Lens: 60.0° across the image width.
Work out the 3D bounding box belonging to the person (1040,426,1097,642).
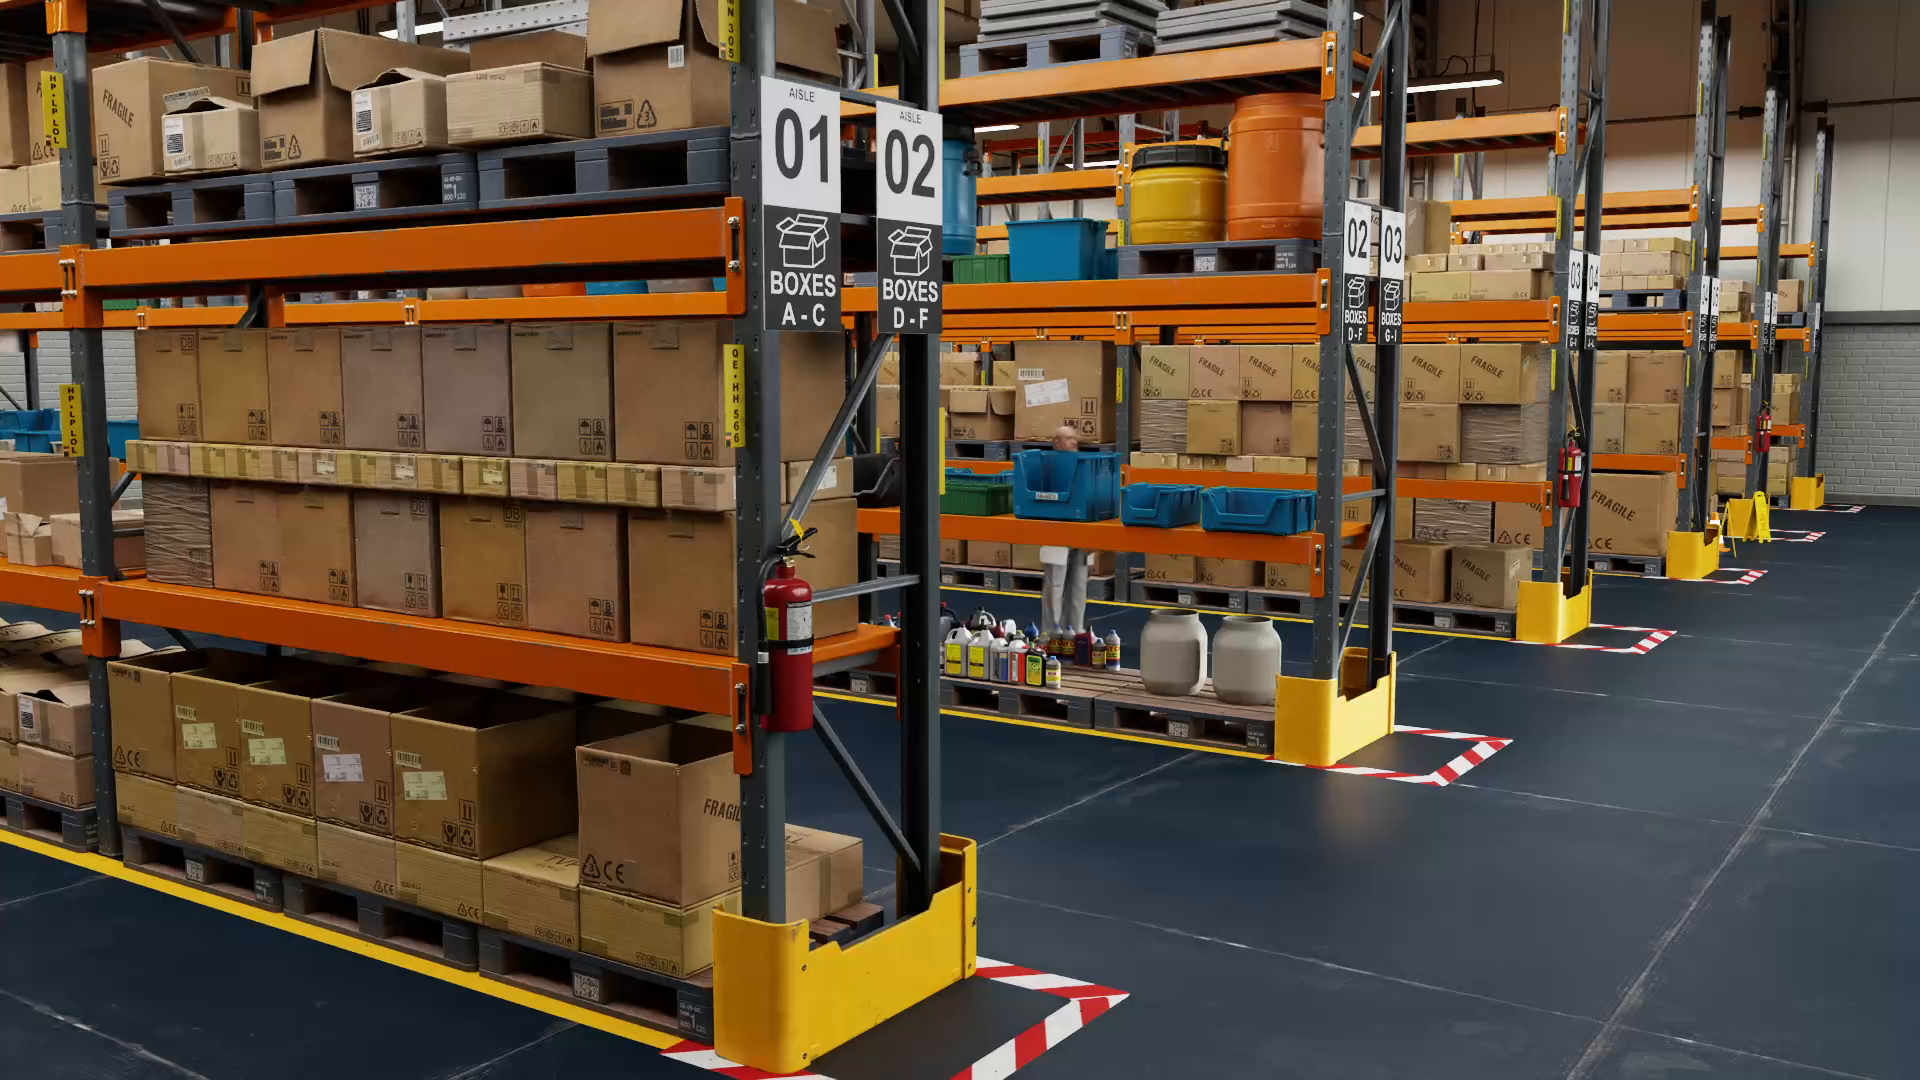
[{"bbox_3d":[0.914,-0.018,13.374,0.566,1.779,0.540,-3,7,-23],"label":"person"}]
